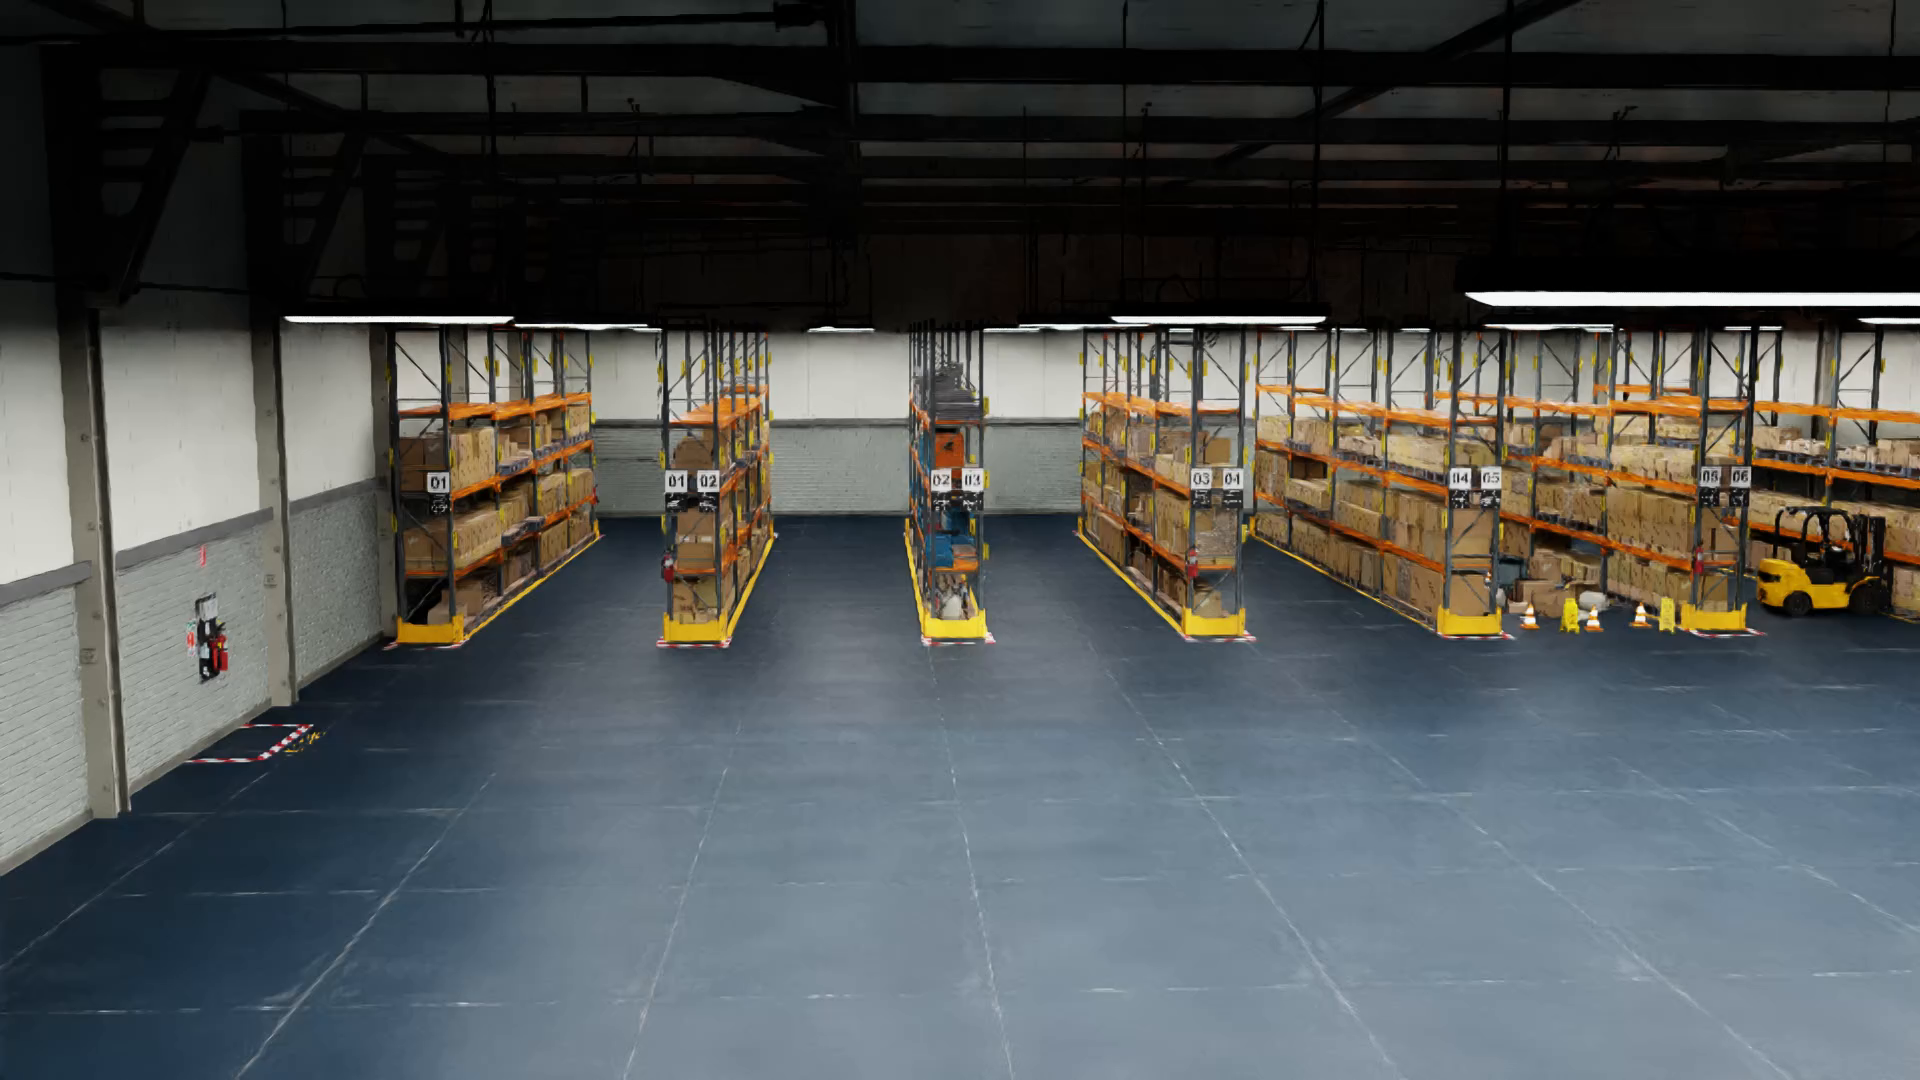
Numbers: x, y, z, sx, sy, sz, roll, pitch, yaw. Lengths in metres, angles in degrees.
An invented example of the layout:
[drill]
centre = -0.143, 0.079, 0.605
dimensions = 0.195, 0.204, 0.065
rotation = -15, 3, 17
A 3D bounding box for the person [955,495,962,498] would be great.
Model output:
[person]
centre = -0.056, -0.873, 46.583
dimensions = 0.374, 1.677, 0.620
rotation = 2, 7, 15
